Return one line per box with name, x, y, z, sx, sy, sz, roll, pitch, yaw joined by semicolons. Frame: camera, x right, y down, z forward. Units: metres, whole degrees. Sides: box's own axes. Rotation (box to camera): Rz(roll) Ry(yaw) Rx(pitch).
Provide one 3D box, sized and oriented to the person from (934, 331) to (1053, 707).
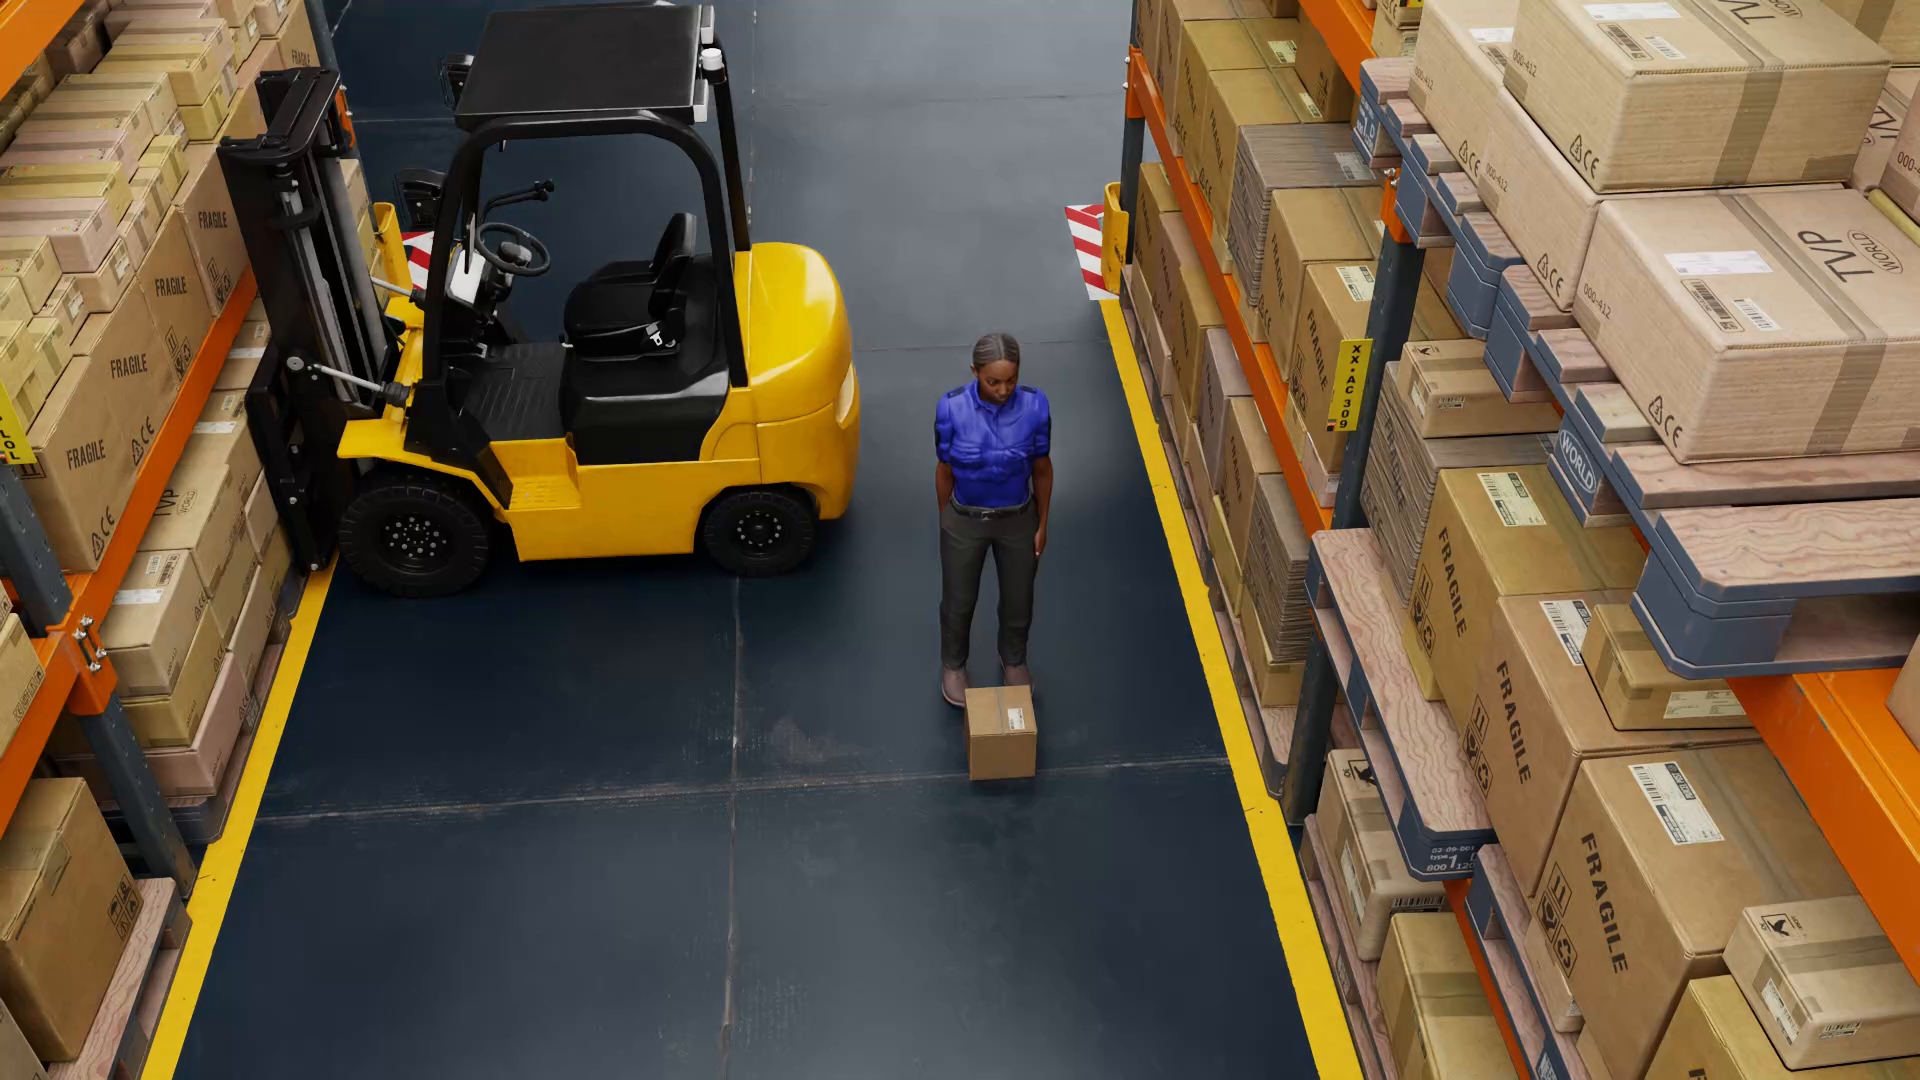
person;0.127;-0.065;6.243;0.438;1.657;0.302;-3;39;-4
